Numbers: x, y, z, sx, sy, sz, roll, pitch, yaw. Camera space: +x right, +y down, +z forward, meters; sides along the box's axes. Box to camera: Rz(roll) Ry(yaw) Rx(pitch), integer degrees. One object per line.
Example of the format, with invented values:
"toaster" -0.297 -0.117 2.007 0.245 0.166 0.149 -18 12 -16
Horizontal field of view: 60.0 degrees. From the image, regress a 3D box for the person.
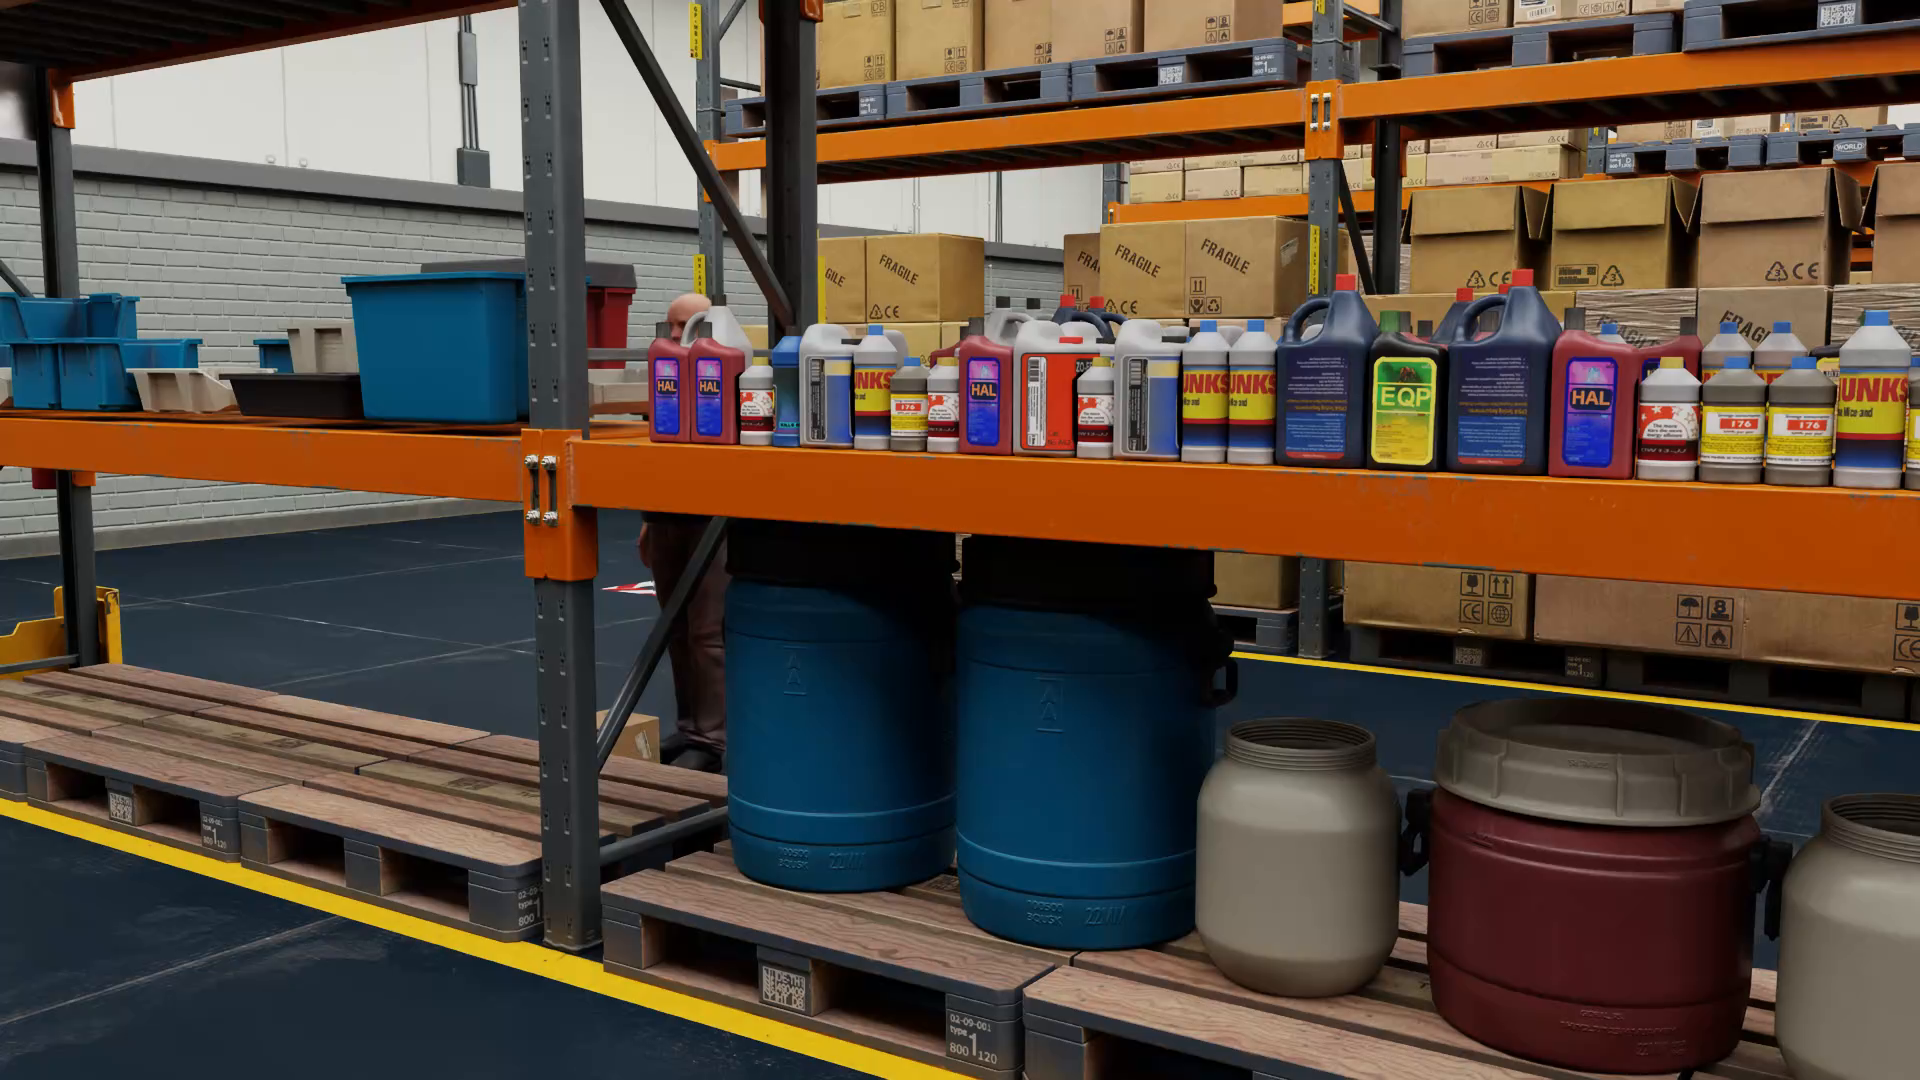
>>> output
"person" -0.953 -0.020 6.091 0.532 1.715 0.359 4 8 35
